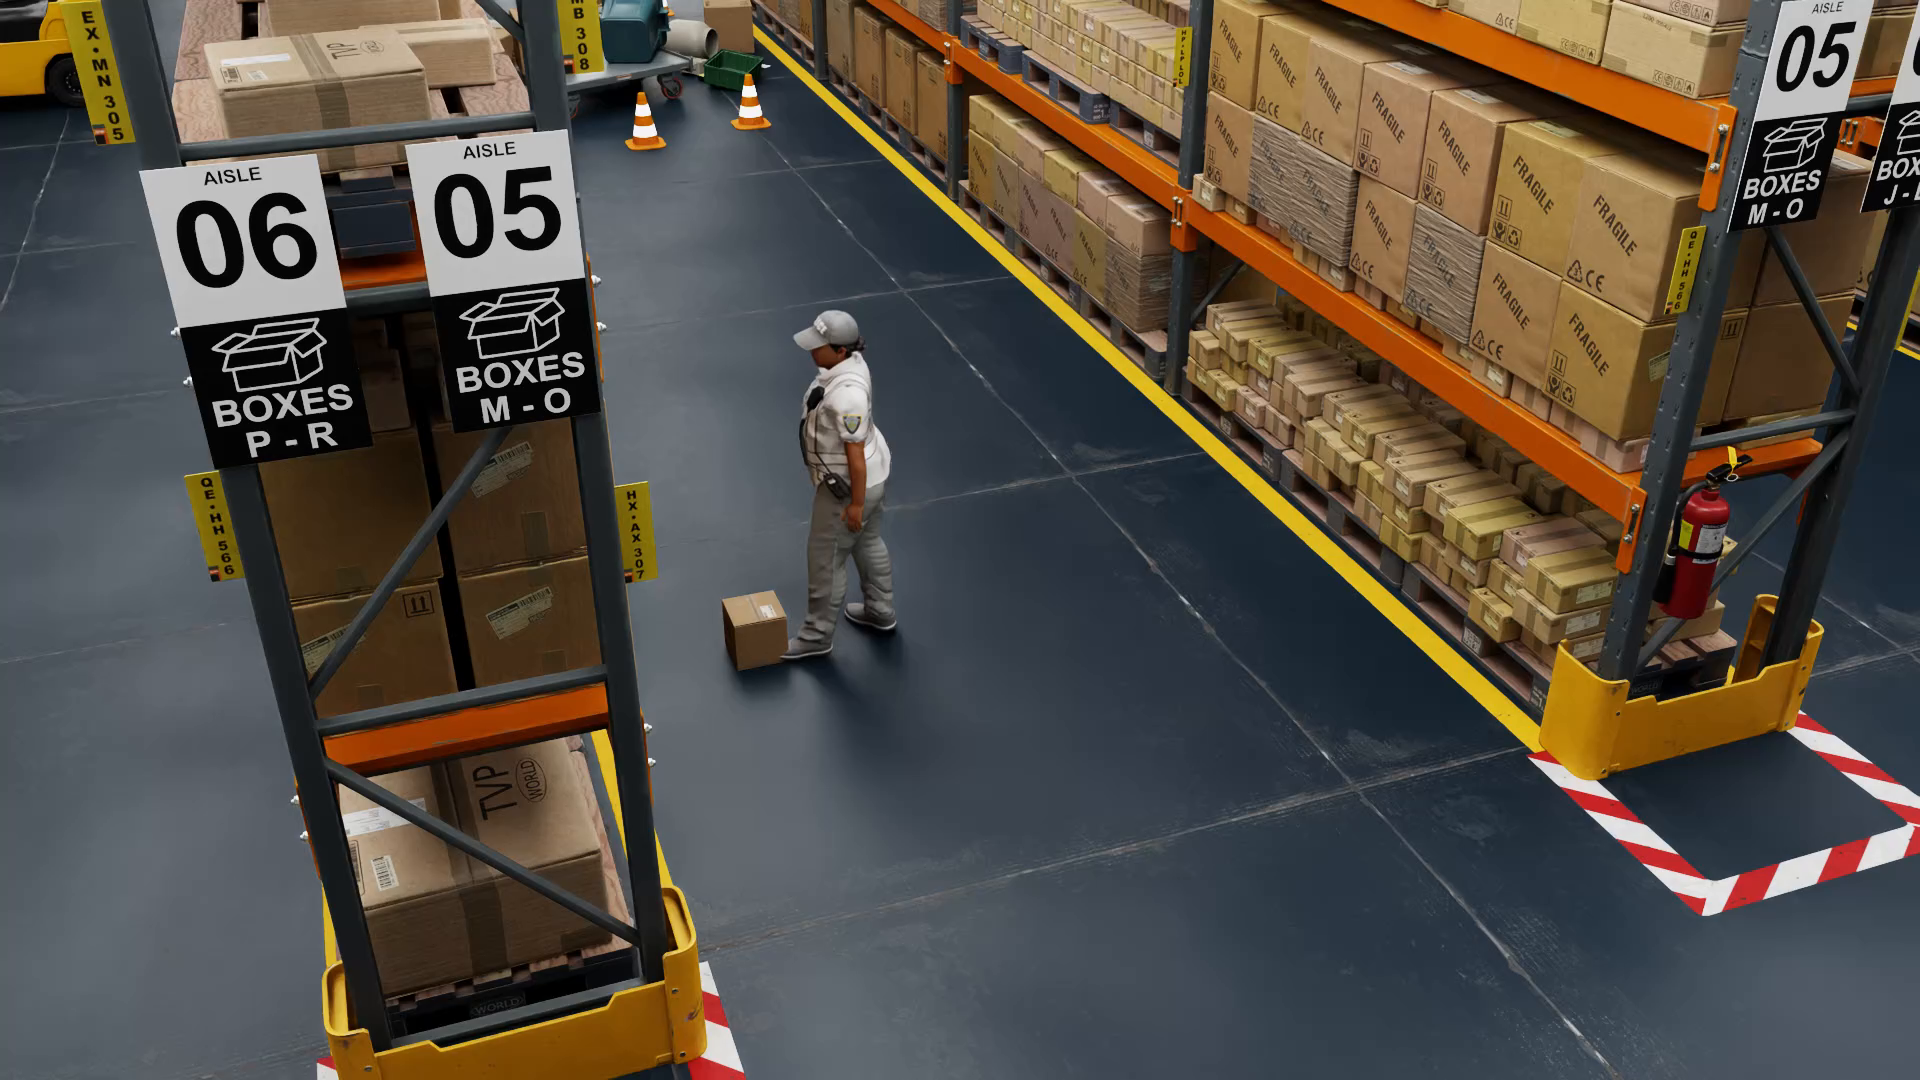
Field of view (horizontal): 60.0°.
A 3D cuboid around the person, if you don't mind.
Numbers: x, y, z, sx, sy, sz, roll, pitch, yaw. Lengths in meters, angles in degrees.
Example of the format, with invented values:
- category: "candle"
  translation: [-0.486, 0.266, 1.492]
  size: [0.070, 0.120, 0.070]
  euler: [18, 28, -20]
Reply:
- category: "person"
  translation: [-0.600, -0.273, 7.587]
  size: [0.586, 1.654, 0.537]
  euler: [1, 30, 2]
